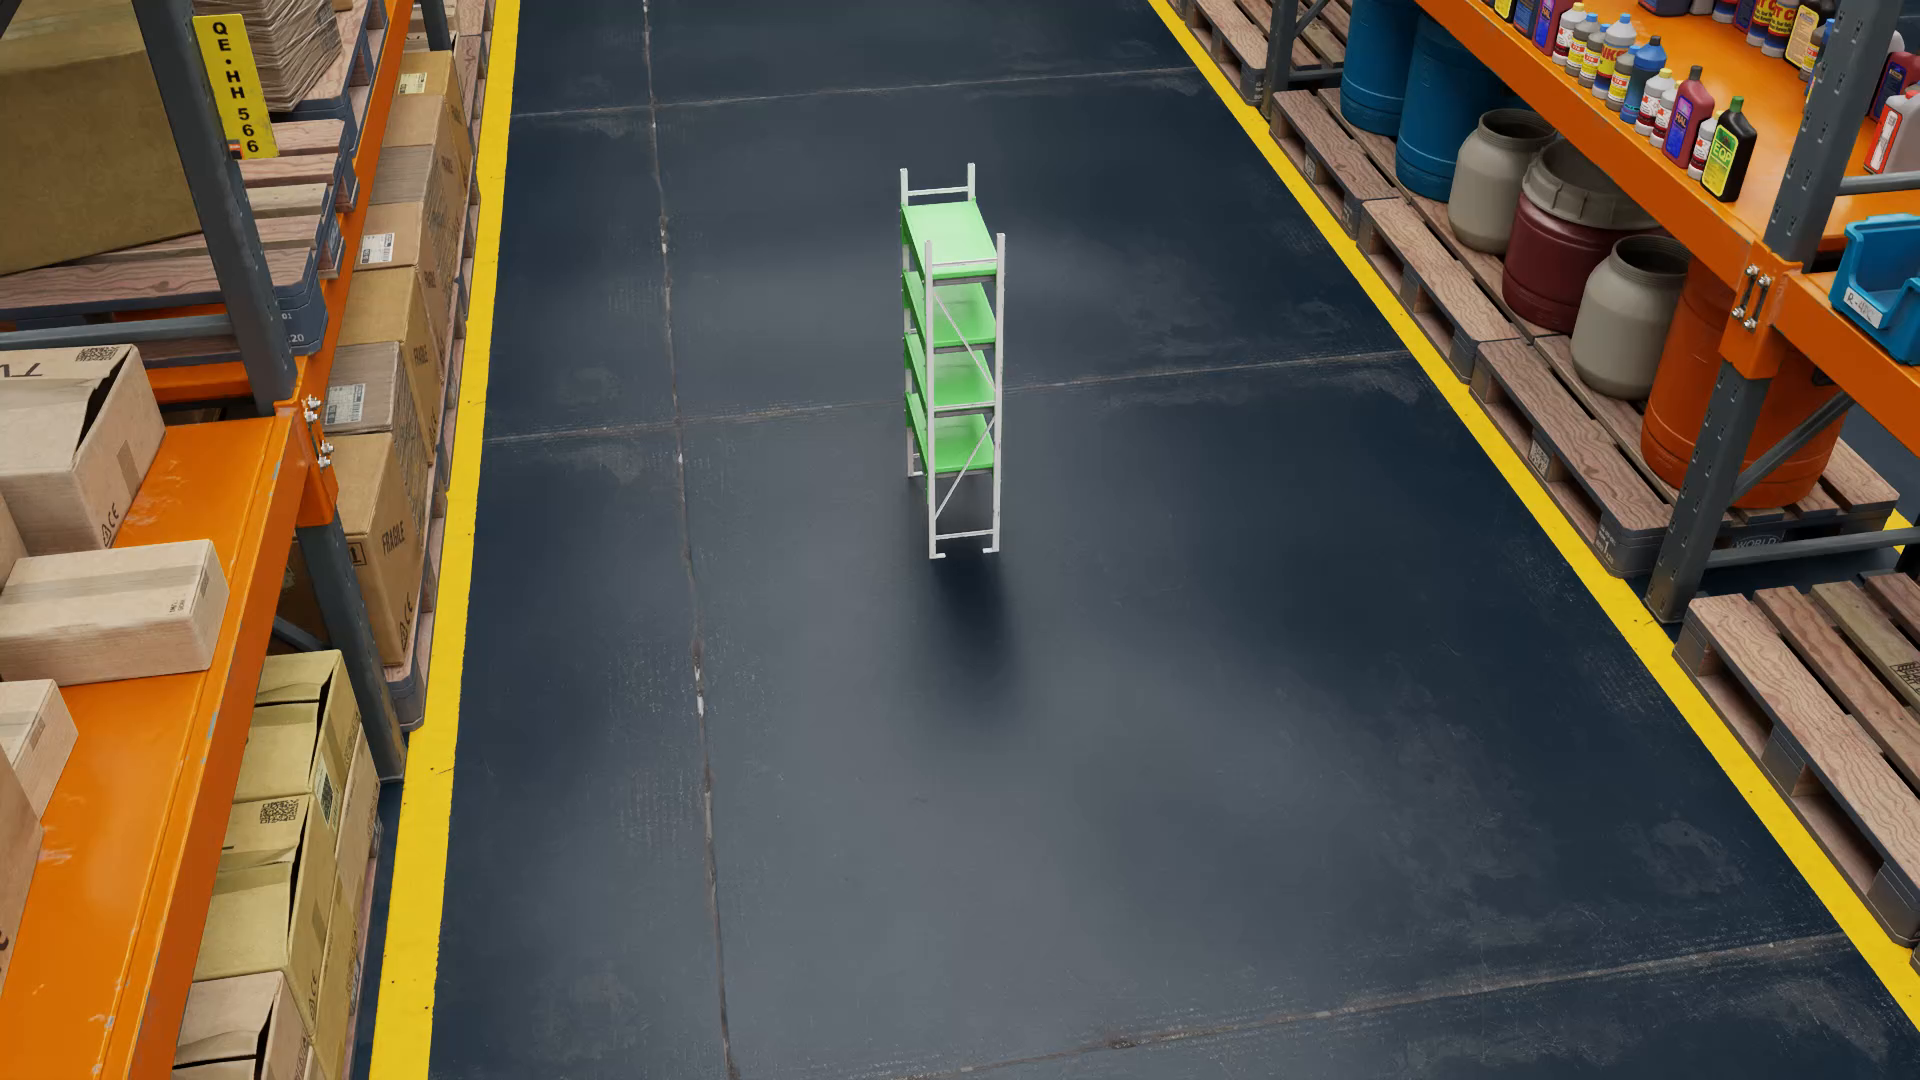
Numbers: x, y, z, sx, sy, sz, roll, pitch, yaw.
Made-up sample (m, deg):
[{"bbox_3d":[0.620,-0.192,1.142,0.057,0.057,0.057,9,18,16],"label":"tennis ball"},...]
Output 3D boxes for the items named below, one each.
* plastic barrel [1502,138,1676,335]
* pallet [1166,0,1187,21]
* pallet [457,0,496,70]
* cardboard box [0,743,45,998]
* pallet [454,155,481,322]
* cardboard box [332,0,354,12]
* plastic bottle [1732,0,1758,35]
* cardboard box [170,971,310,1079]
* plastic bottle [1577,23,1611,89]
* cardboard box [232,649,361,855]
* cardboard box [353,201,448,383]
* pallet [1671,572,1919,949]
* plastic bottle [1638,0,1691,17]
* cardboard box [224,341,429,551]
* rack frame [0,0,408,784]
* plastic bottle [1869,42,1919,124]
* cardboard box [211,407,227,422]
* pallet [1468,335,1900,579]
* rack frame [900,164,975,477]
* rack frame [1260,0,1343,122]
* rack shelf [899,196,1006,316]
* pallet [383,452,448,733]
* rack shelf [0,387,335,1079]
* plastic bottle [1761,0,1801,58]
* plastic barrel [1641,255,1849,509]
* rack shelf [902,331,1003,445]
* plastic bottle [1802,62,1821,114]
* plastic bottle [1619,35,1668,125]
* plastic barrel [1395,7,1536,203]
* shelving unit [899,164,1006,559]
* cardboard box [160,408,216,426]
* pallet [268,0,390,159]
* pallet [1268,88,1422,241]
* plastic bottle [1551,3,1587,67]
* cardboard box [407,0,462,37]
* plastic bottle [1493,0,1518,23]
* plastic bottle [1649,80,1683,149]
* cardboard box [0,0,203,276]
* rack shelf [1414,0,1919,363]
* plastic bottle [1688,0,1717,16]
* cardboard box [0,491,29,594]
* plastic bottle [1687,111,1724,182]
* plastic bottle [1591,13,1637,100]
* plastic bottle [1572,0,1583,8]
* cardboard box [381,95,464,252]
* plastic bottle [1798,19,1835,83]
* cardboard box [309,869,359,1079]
[{"bbox_3d":[2.453,-1.185,6.454,0.600,0.588,0.708,-6,38,-8],"label":"plastic barrel"},{"bbox_3d":[1.668,-3.489,10.069,1.003,0.211,1.213,-6,38,-8],"label":"pallet"},{"bbox_3d":[-3.161,-2.933,9.354,1.003,0.211,1.213,-6,38,-8],"label":"pallet"},{"bbox_3d":[-1.813,0.507,2.571,0.500,0.500,0.500,-8,39,-10],"label":"cardboard box"},{"bbox_3d":[-2.645,-1.293,7.242,1.003,0.211,1.213,-6,38,-8],"label":"pallet"},{"bbox_3d":[-2.454,-2.026,5.489,0.700,0.500,0.500,-16,41,-19],"label":"cardboard box"},{"bbox_3d":[2.839,-1.949,5.909,0.061,0.283,0.133,-6,38,-8],"label":"plastic bottle"},{"bbox_3d":[-1.606,1.141,3.278,0.500,0.311,0.500,-6,38,-8],"label":"cardboard box"},{"bbox_3d":[2.135,-1.621,5.553,0.097,0.201,0.097,0,38,0],"label":"plastic bottle"},{"bbox_3d":[-1.789,0.523,4.074,0.500,0.311,0.500,-5,38,-7],"label":"cardboard box"},{"bbox_3d":[-2.199,-0.891,6.131,0.500,0.500,0.500,-7,38,-9],"label":"cardboard box"},{"bbox_3d":[2.852,0.577,4.835,1.003,0.211,1.213,-6,38,-8],"label":"pallet"},{"bbox_3d":[2.603,-2.109,6.060,0.144,0.351,0.185,-6,38,-8],"label":"plastic bottle"},{"bbox_3d":[-2.019,-0.273,5.336,0.500,0.500,0.500,-8,38,-10],"label":"cardboard box"},{"bbox_3d":[-2.123,-0.465,3.904,1.000,3.000,0.127,-6,38,-8],"label":"rack frame"},{"bbox_3d":[2.984,-1.449,5.266,0.061,0.283,0.133,-6,38,-8],"label":"plastic bottle"},{"bbox_3d":[-2.518,-0.192,5.231,0.500,0.500,0.500,-5,38,-6],"label":"cardboard box"},{"bbox_3d":[2.575,-0.366,6.050,1.003,0.211,1.213,-6,38,-8],"label":"pallet"},{"bbox_3d":[-0.072,-0.721,5.700,0.240,1.200,0.015,-6,38,-8],"label":"rack frame"},{"bbox_3d":[2.053,-3.412,7.697,1.000,3.000,0.127,-6,38,-8],"label":"rack frame"},{"bbox_3d":[-0.029,-0.902,5.255,0.258,0.148,0.480,-6,38,-8],"label":"rack shelf"},{"bbox_3d":[-2.217,0.181,5.345,1.003,0.211,1.213,-6,38,-8],"label":"pallet"},{"bbox_3d":[-1.773,1.027,2.570,1.077,0.370,4.000,-6,38,-8],"label":"rack shelf"},{"bbox_3d":[2.858,-1.814,5.744,0.097,0.271,0.097,0,38,0],"label":"plastic bottle"},{"bbox_3d":[2.651,-0.598,5.502,0.600,0.830,0.708,-6,38,-8],"label":"plastic barrel"},{"bbox_3d":[-0.029,-0.523,5.550,0.258,0.148,0.480,-6,38,-8],"label":"rack shelf"},{"bbox_3d":[2.796,-1.468,5.357,0.097,0.201,0.097,0,38,0],"label":"plastic bottle"},{"bbox_3d":[2.186,-1.472,5.305,0.097,0.271,0.097,0,38,0],"label":"plastic bottle"},{"bbox_3d":[2.255,-1.991,7.236,0.600,0.901,0.708,-6,38,-8],"label":"plastic barrel"},{"bbox_3d":[-0.029,-0.574,5.511,0.258,1.200,0.503,-6,38,-8],"label":"shelving unit"},{"bbox_3d":[-2.532,-0.521,5.044,0.500,0.250,0.500,-5,38,-6],"label":"cardboard box"},{"bbox_3d":[-2.469,-1.564,5.474,1.003,0.211,1.213,-6,38,-8],"label":"pallet"},{"bbox_3d":[2.147,-1.840,7.947,1.003,0.211,1.213,-6,38,-8],"label":"pallet"},{"bbox_3d":[2.101,-1.738,5.705,0.097,0.201,0.097,0,38,0],"label":"plastic bottle"},{"bbox_3d":[-2.847,-2.734,8.776,0.380,0.166,0.250,-6,38,-8],"label":"cardboard box"},{"bbox_3d":[2.007,-2.031,6.014,0.061,0.283,0.133,-6,38,-8],"label":"plastic bottle"},{"bbox_3d":[2.220,-1.327,5.175,0.097,0.201,0.097,0,38,0],"label":"plastic bottle"},{"bbox_3d":[-2.345,-1.039,4.219,0.700,0.500,0.500,-19,42,-23],"label":"cardboard box"},{"bbox_3d":[2.403,-1.920,6.363,1.077,0.370,4.000,-6,38,-8],"label":"rack shelf"},{"bbox_3d":[2.753,-2.081,6.084,0.152,0.276,0.135,-6,38,-8],"label":"plastic bottle"},{"bbox_3d":[-2.157,0.131,3.209,0.500,0.311,0.500,-7,38,-8],"label":"cardboard box"},{"bbox_3d":[2.261,-1.188,4.996,0.097,0.201,0.097,0,38,0],"label":"plastic bottle"},{"bbox_3d":[2.152,-1.590,5.456,0.097,0.271,0.097,0,38,0],"label":"plastic bottle"},{"bbox_3d":[2.172,-1.966,5.930,0.061,0.283,0.133,-6,38,-8],"label":"plastic bottle"},{"bbox_3d":[-2.377,-1.501,6.916,0.500,0.500,0.500,-6,38,-8],"label":"cardboard box"},{"bbox_3d":[2.899,-1.647,5.586,0.097,0.201,0.097,0,38,0],"label":"plastic bottle"},{"bbox_3d":[-1.697,1.057,3.843,0.500,0.250,0.500,-7,38,-8],"label":"cardboard box"}]
